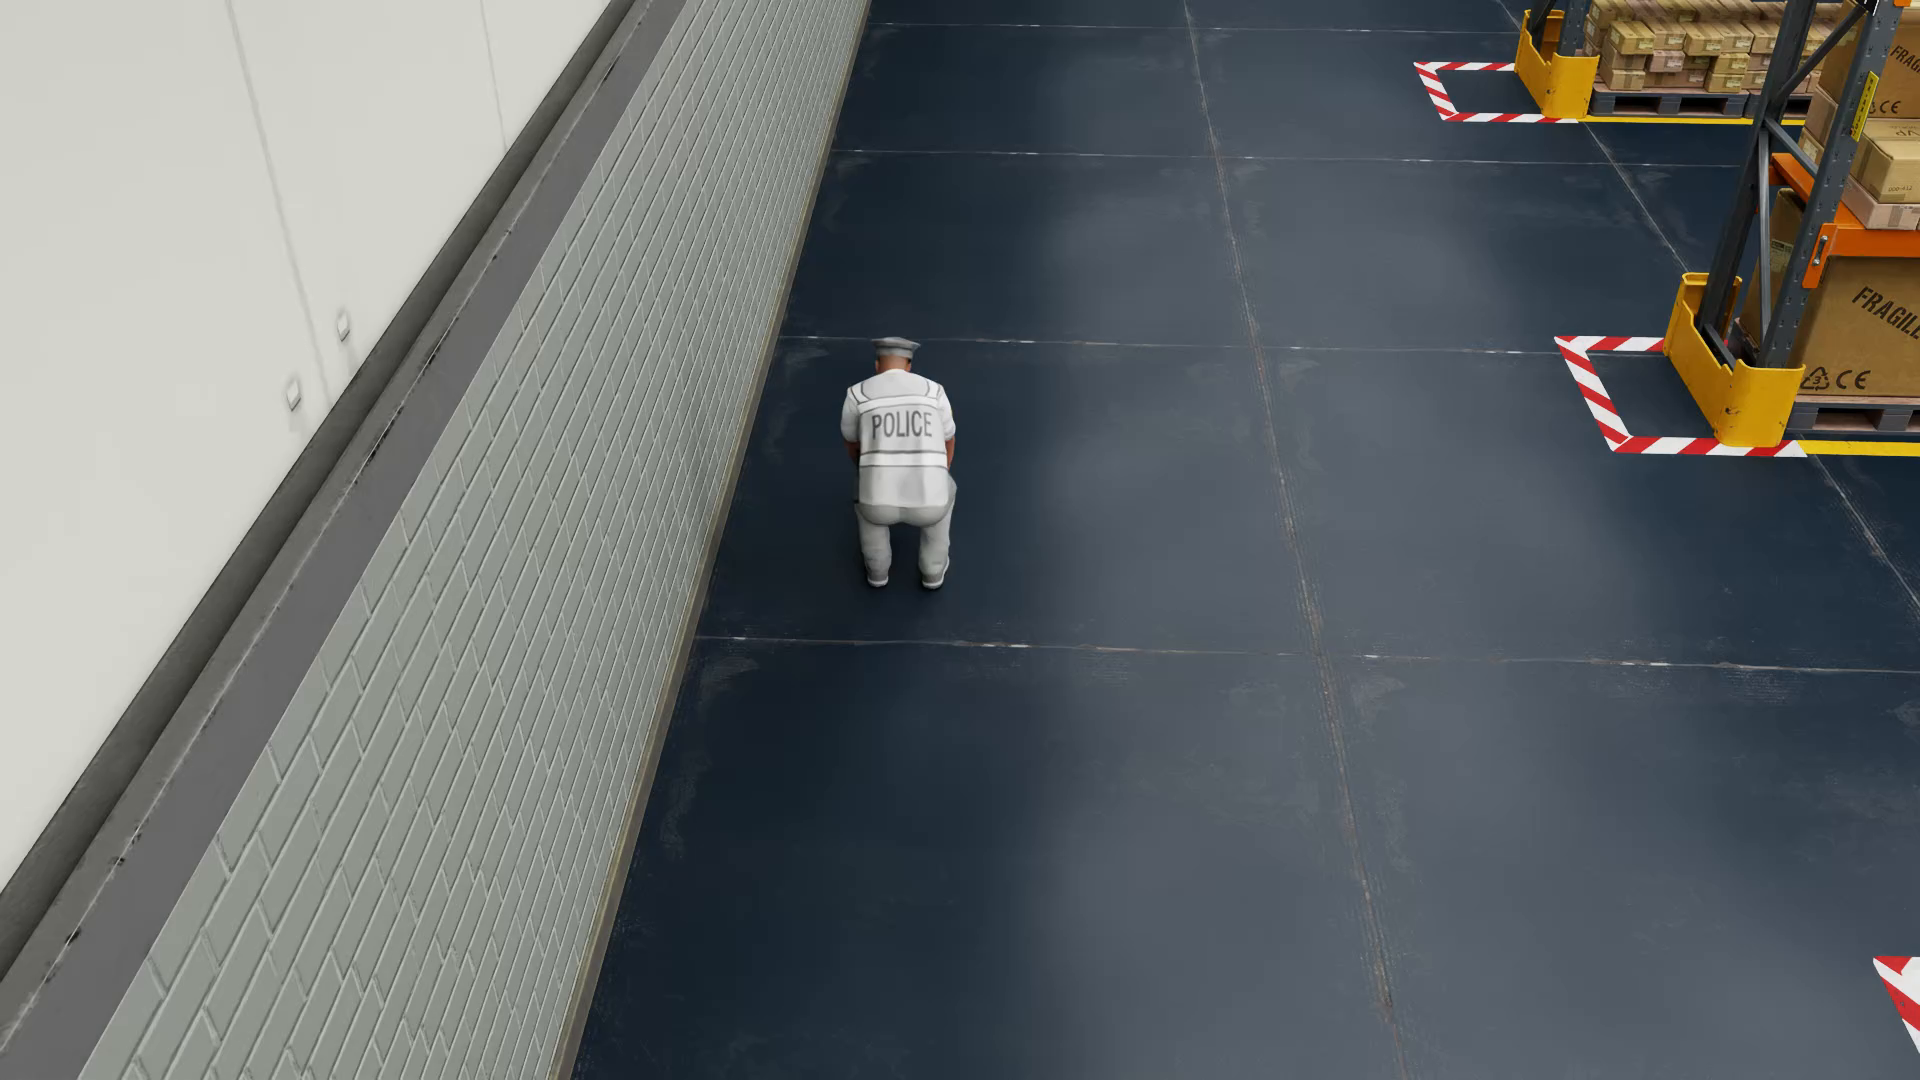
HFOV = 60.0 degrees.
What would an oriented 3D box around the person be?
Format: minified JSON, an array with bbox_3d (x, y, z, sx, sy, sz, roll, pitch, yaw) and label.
[{"bbox_3d":[-0.306,-0.362,8.167,0.576,1.121,0.912,1,35,2],"label":"person"}]
